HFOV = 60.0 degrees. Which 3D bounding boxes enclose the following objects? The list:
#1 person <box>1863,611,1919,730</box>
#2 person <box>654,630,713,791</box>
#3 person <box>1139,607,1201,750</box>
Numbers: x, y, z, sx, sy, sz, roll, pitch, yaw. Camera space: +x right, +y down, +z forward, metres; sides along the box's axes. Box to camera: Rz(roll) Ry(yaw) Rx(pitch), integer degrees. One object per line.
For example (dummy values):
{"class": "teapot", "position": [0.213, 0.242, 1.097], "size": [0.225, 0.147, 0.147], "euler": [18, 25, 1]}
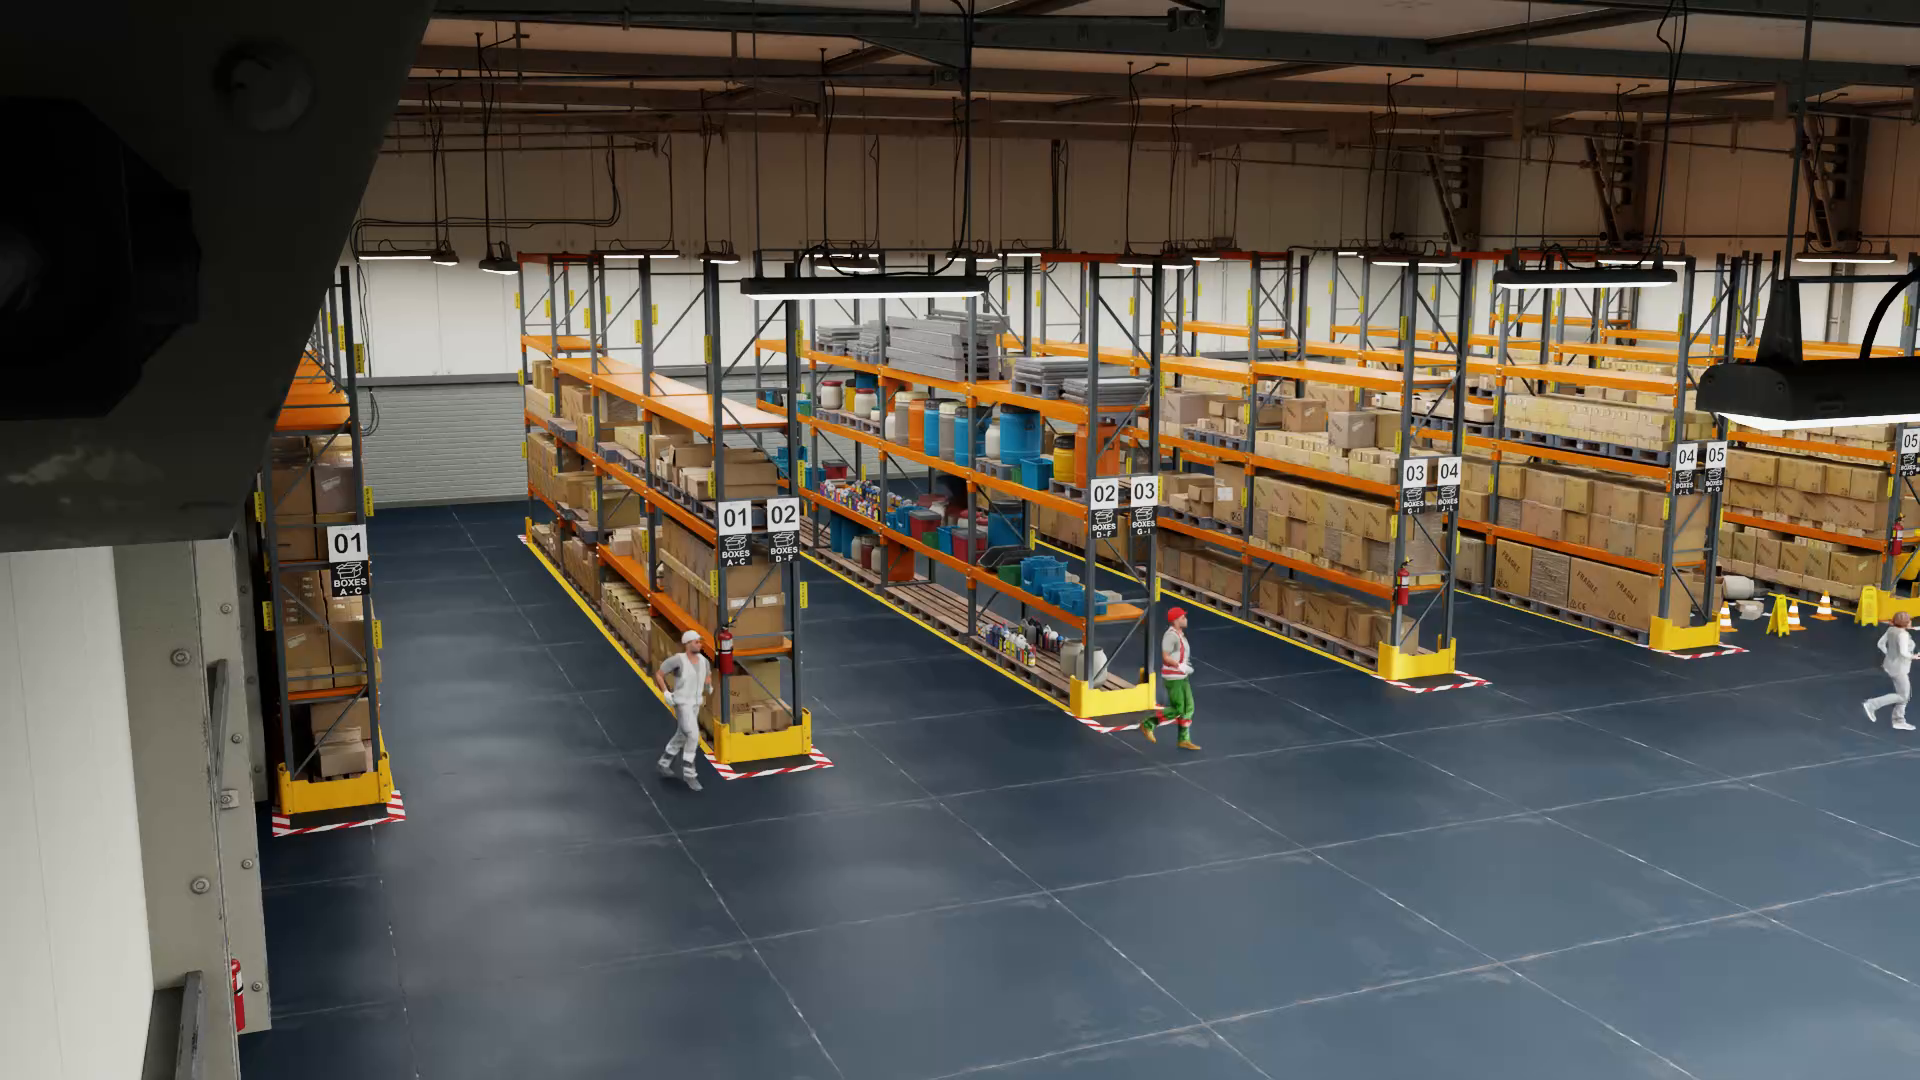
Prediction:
{"class": "person", "position": [12.056, 1.681, 21.490], "size": [0.687, 1.566, 0.549], "euler": [1, 10, 7]}
{"class": "person", "position": [-3.189, 1.954, 19.485], "size": [0.749, 1.819, 0.658], "euler": [6, 12, 30]}
{"class": "person", "position": [2.666, 1.717, 20.803], "size": [0.777, 1.775, 0.689], "euler": [3, 11, 17]}
